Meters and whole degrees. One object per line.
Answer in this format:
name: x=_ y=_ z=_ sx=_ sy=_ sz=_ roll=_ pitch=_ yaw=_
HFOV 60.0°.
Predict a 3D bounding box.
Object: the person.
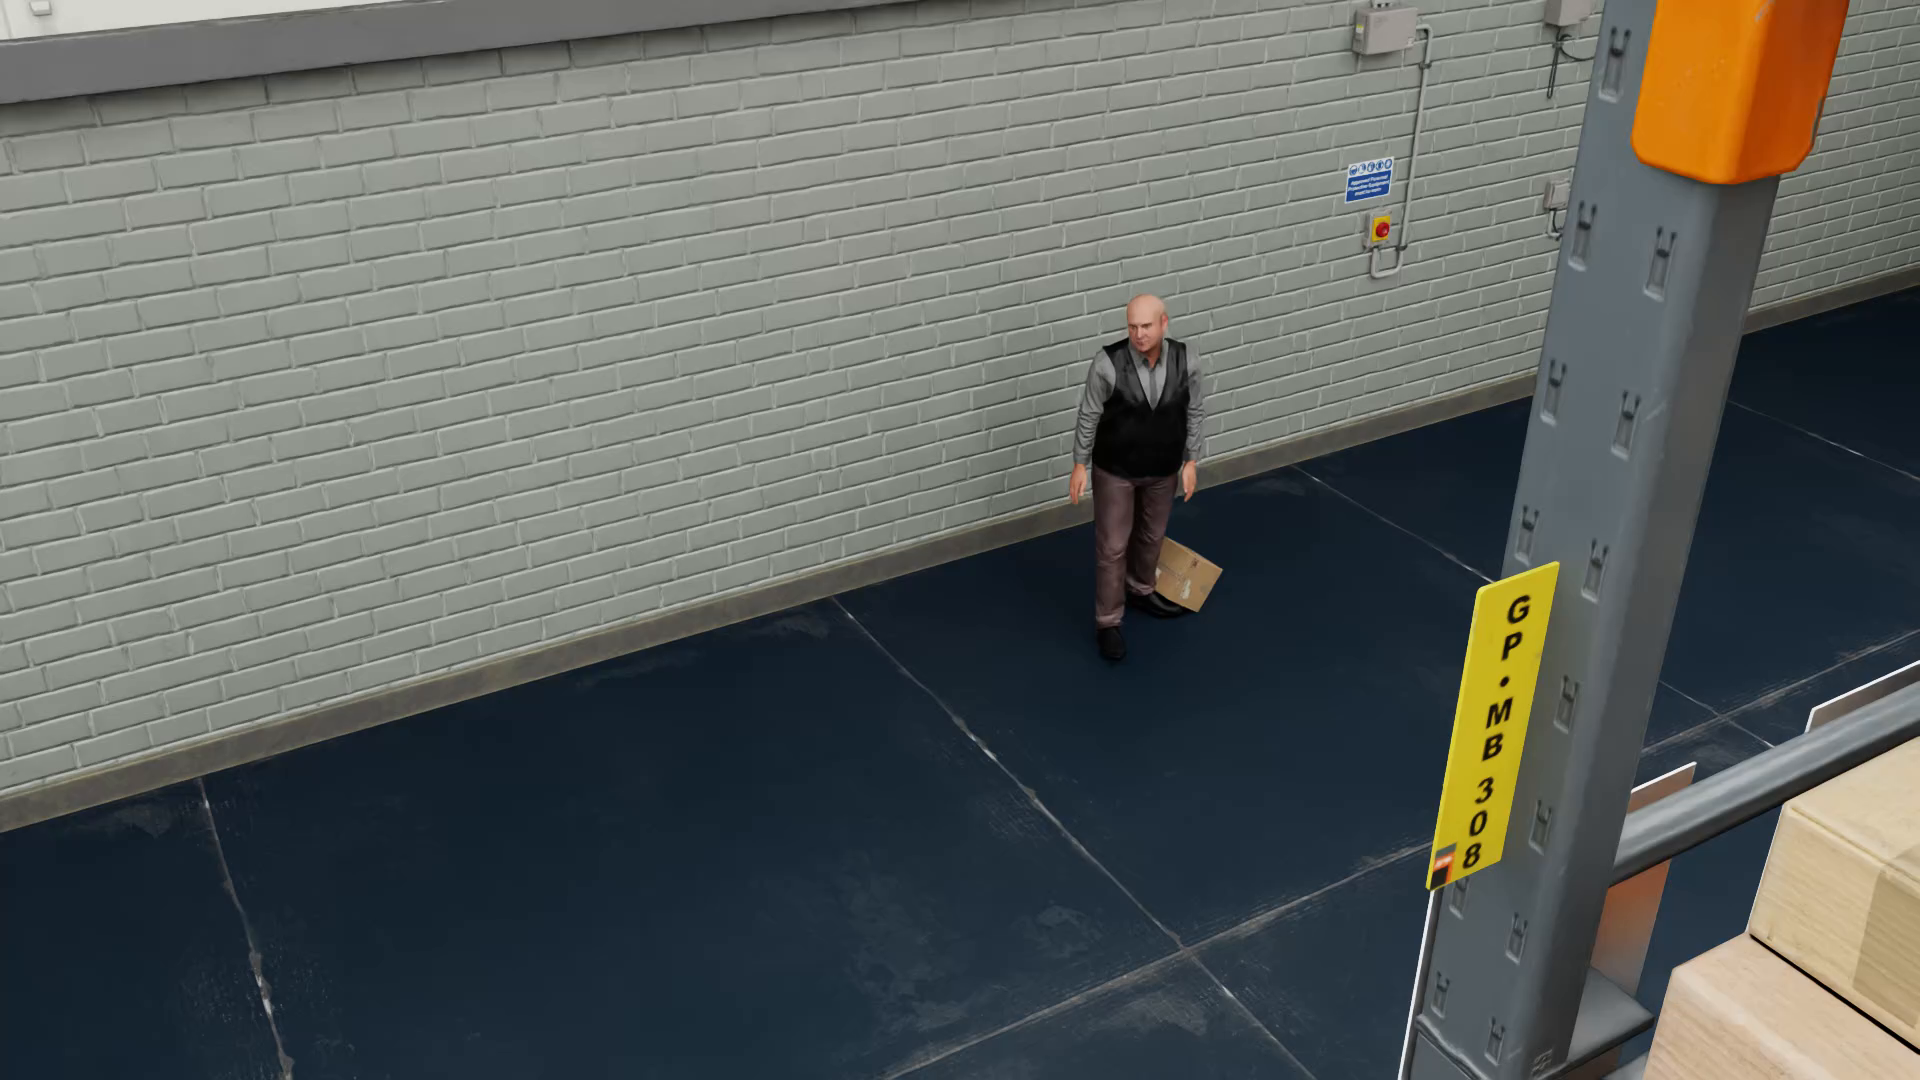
person: x=0.815 y=-0.314 z=7.677 sx=0.621 sy=1.719 sz=0.587 roll=-7 pitch=30 yaw=-13
